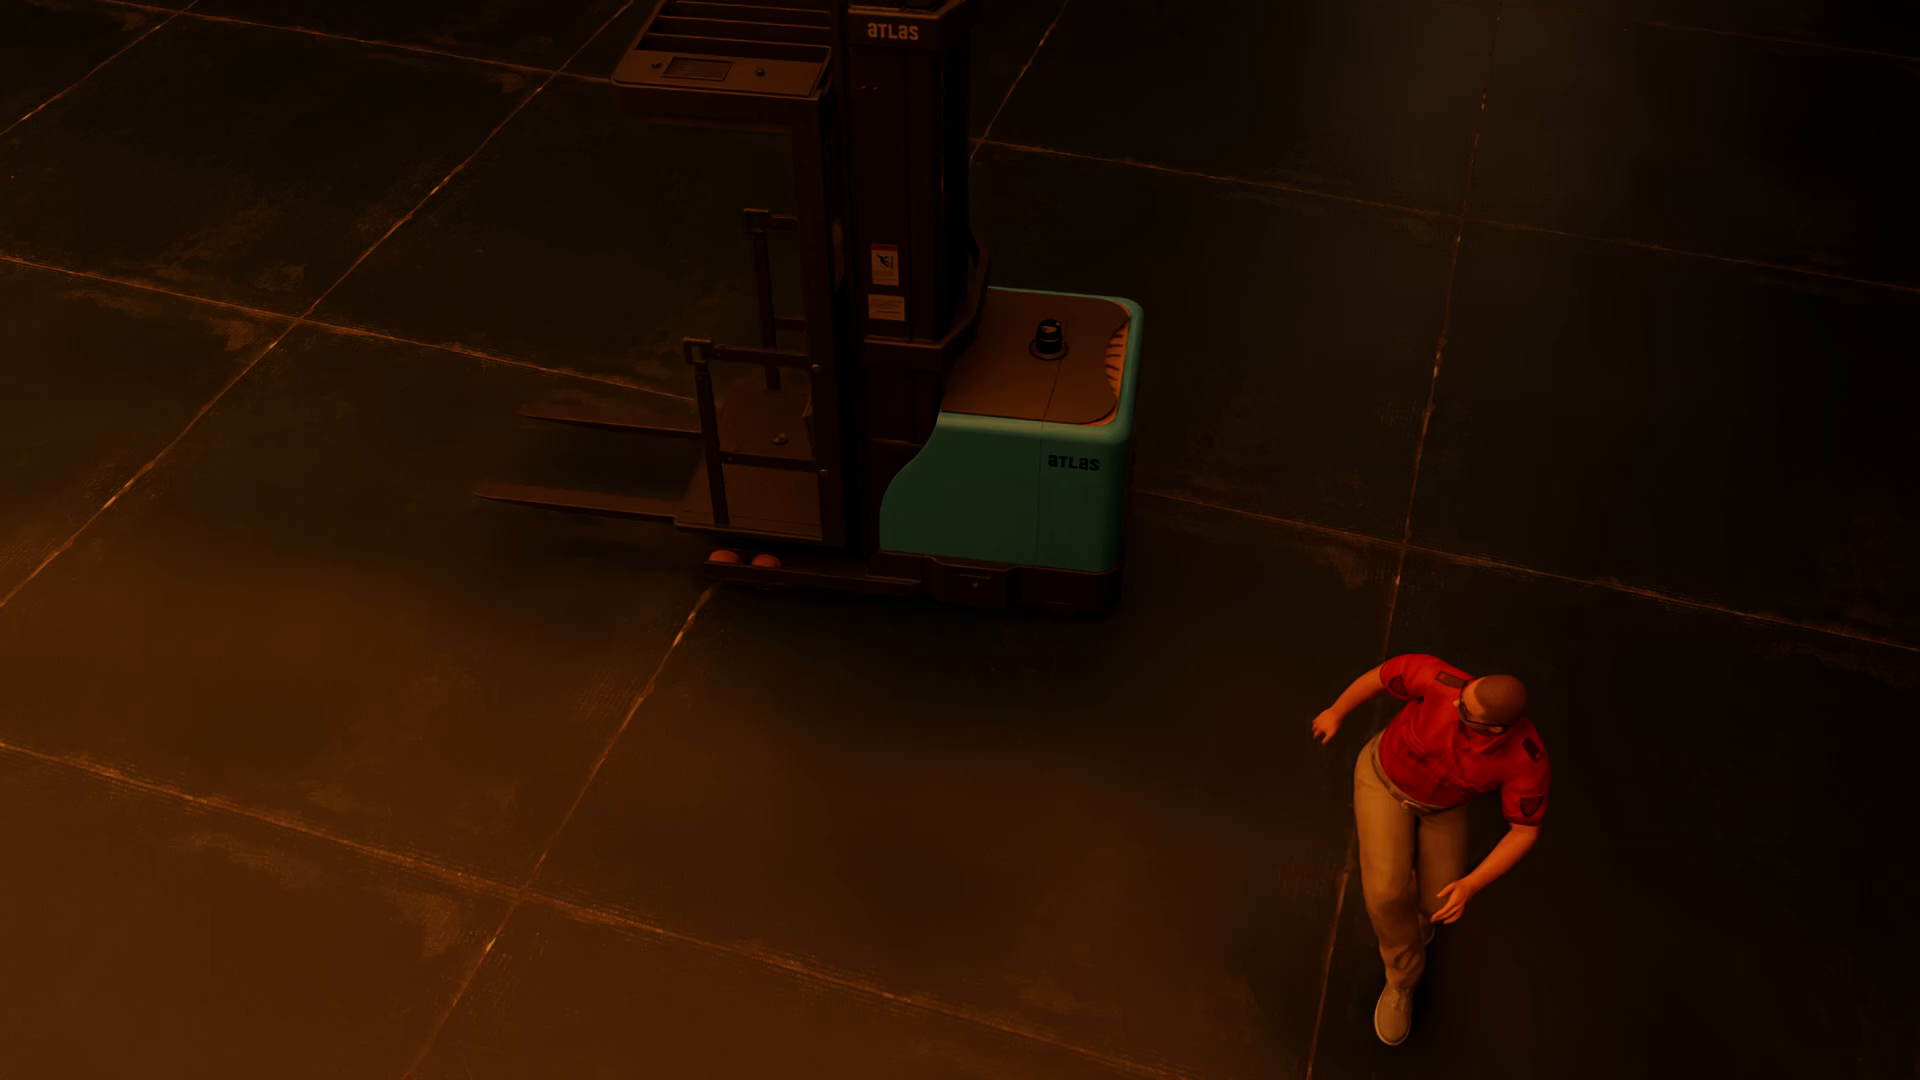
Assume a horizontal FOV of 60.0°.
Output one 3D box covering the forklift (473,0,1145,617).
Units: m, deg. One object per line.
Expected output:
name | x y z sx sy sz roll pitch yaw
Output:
forklift | -0.723 -1.195 6.974 3.031 2.935 1.130 6 43 6

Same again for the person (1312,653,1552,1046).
person | 1.546 0.974 5.669 0.774 1.560 0.797 11 44 11
